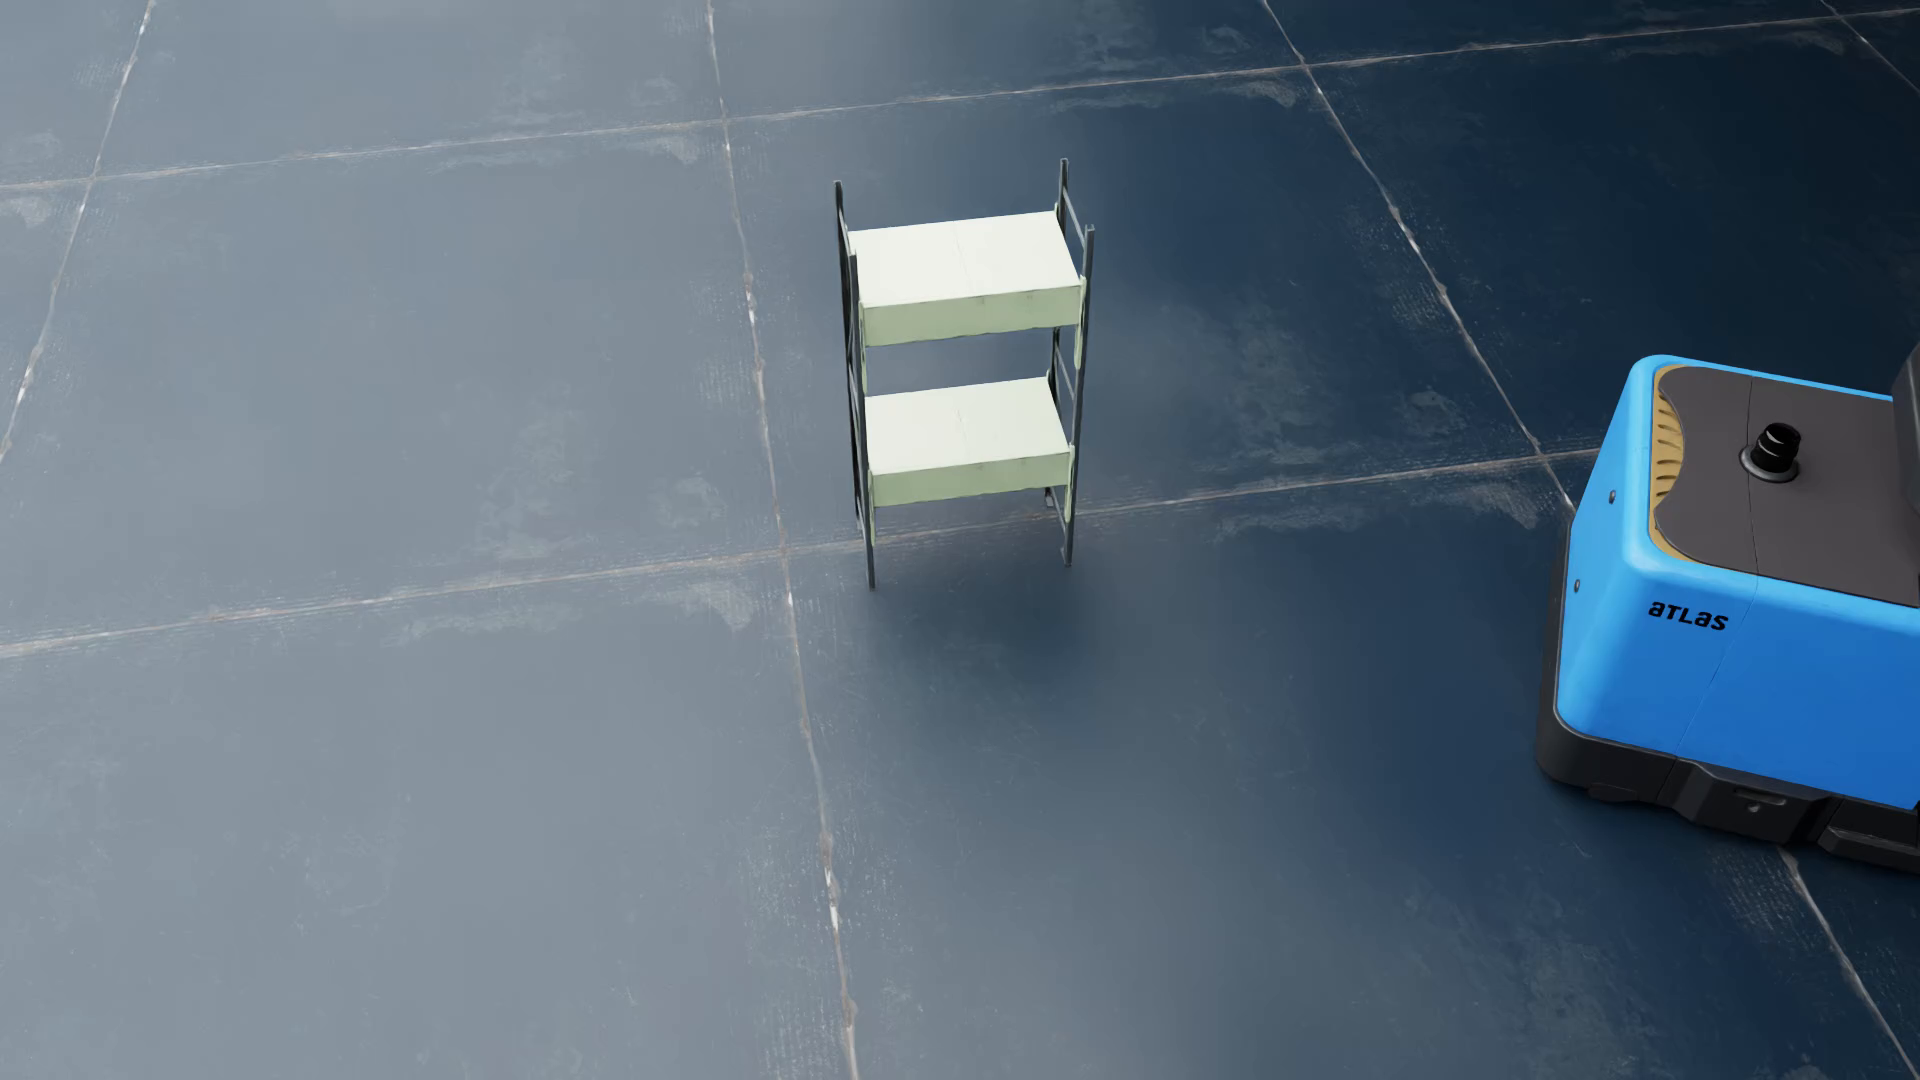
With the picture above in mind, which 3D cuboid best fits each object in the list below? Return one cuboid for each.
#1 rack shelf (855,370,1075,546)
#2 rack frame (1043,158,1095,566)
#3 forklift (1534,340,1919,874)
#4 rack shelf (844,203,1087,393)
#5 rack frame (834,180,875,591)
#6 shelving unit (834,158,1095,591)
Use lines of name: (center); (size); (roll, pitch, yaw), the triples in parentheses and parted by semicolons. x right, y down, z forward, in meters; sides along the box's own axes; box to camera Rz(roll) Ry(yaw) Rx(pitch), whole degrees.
rack shelf: (0.007, -0.295, 5.945); (0.720, 0.370, 0.431); (-7, 46, -7)
rack frame: (0.367, -0.566, 5.754); (0.023, 1.500, 0.400); (-7, 46, -7)
forklift: (3.465, -0.237, 4.443); (3.031, 2.935, 1.130); (13, 47, 12)
rack shelf: (0.007, -0.792, 5.430); (0.720, 0.370, 0.431); (-7, 46, -7)
rack frame: (-0.354, -0.476, 5.667); (0.023, 1.500, 0.400); (-7, 46, -7)
shelving unit: (0.007, -0.521, 5.711); (0.755, 1.500, 0.431); (-7, 46, -7)
